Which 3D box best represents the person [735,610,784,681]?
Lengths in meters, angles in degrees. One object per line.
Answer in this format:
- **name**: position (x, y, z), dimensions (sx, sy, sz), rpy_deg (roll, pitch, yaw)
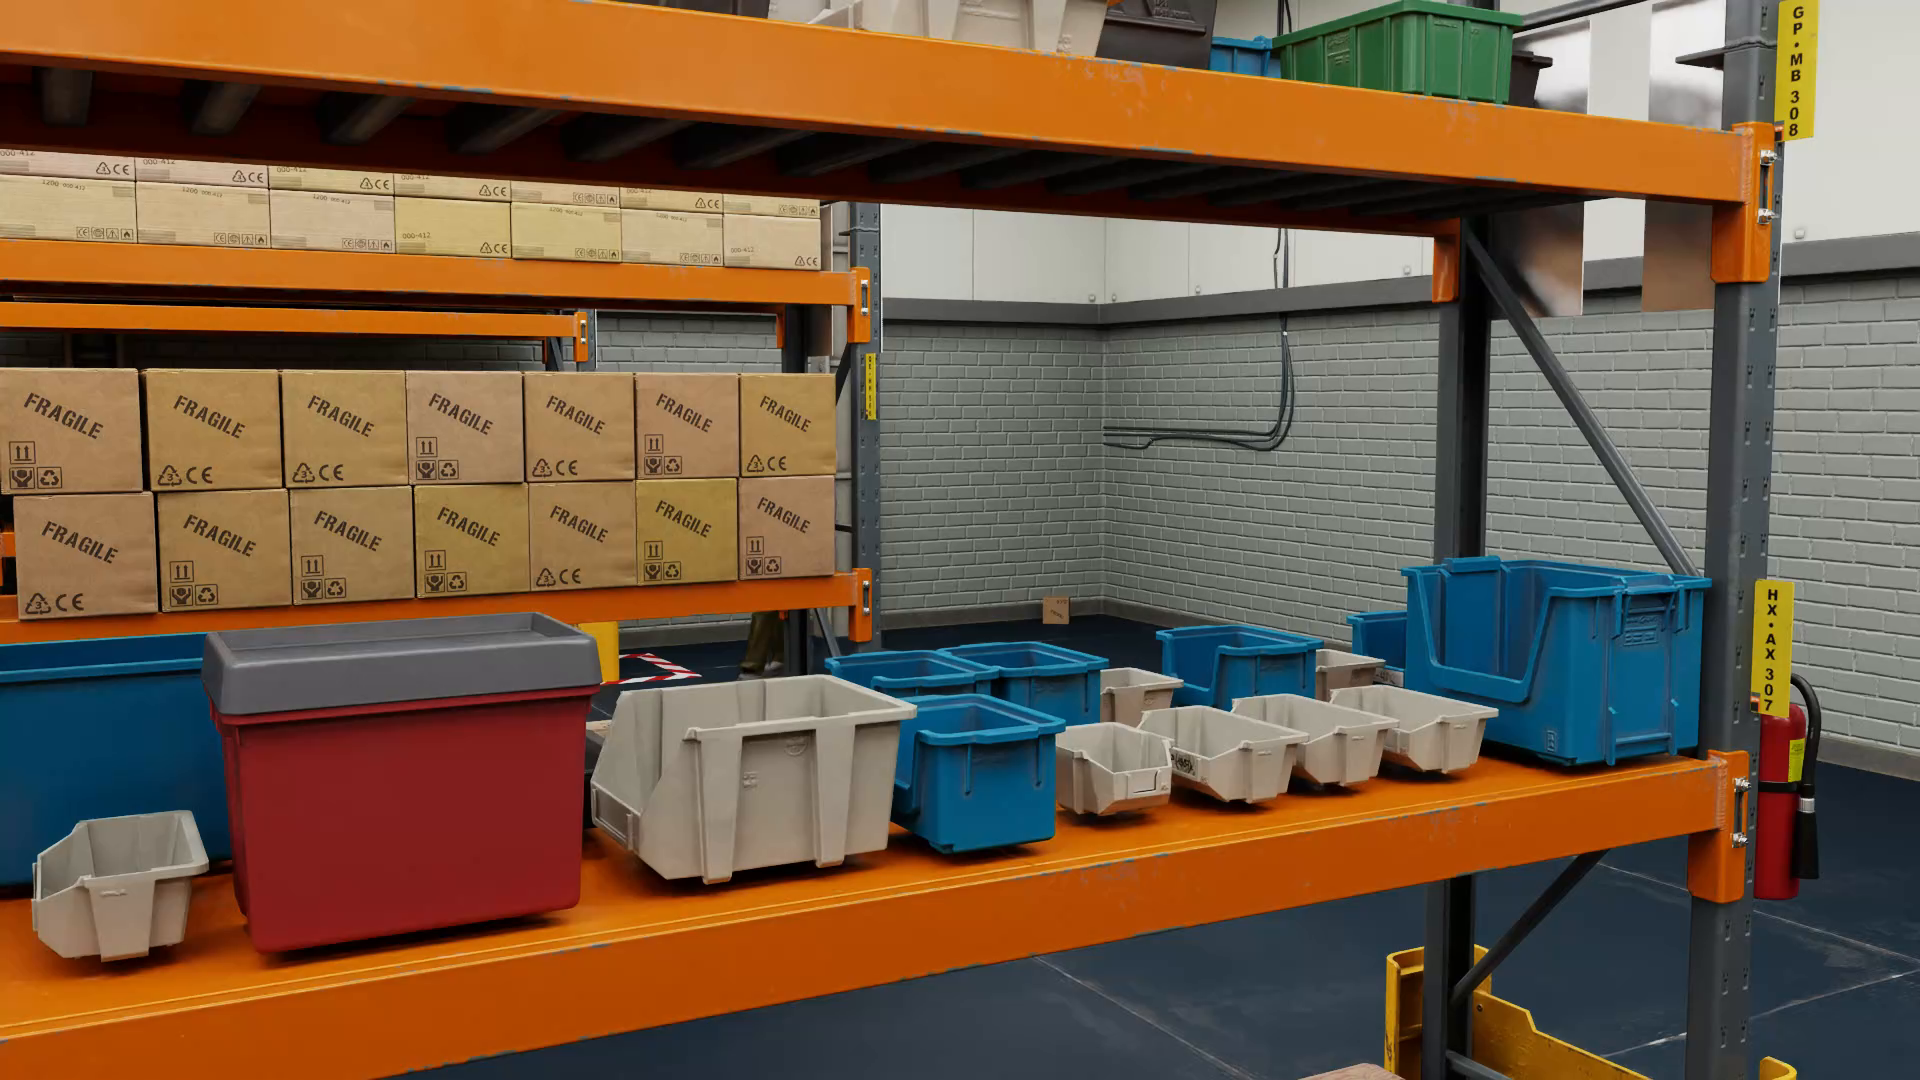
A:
- **person**: position (-1.545, 0.214, 12.696), dimensions (0.574, 1.796, 0.874), rpy_deg (4, 6, 39)
